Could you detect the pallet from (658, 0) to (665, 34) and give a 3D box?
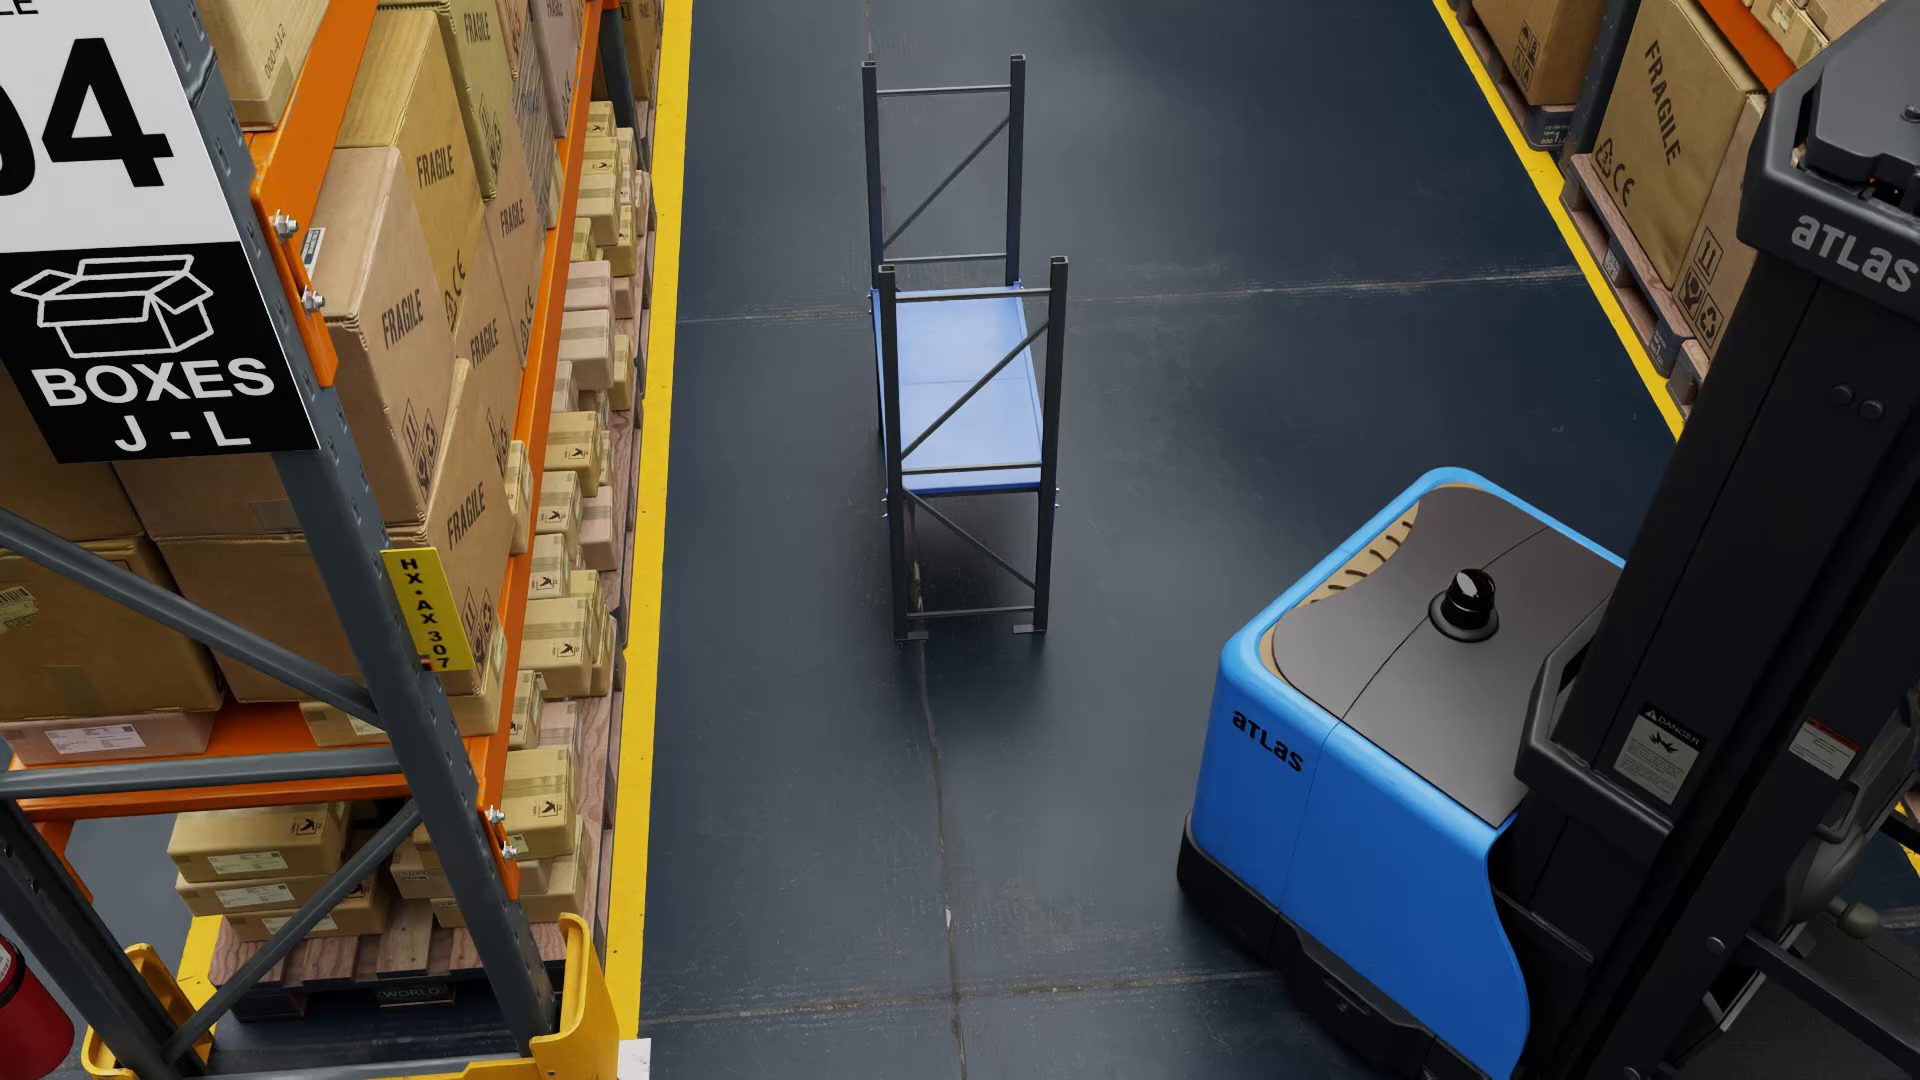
[{"bbox_3d":[-1.996,-2.924,8.374,1.003,0.211,1.213,-3,47,-3],"label":"pallet"}]

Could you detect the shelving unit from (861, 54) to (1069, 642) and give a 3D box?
[{"bbox_3d":[-0.007,-0.577,5.264,0.538,1.500,1.048,-3,47,-3],"label":"shelving unit"}]

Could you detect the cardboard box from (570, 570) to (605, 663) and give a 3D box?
[{"bbox_3d":[-1.266,0.233,4.933,0.380,0.149,0.250,-2,47,-2],"label":"cardboard box"}]

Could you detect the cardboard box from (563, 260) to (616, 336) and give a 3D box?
[{"bbox_3d":[-1.388,-0.817,5.722,0.380,0.149,0.250,-6,47,-5],"label":"cardboard box"}]

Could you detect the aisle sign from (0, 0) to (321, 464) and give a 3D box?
[{"bbox_3d":[-1.185,-0.400,2.272,0.394,0.787,0.004,-3,47,-3],"label":"aisle sign"}]

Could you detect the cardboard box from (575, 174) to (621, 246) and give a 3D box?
[{"bbox_3d":[-1.446,-1.200,6.085,0.380,0.149,0.250,-4,47,-4],"label":"cardboard box"}]

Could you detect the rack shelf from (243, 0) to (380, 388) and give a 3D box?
[{"bbox_3d":[-1.657,-1.772,3.792,1.077,0.370,4.000,-3,47,-3],"label":"rack shelf"}]

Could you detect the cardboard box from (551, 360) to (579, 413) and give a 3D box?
[{"bbox_3d":[-1.441,-0.436,5.362,0.380,0.149,0.250,-3,47,-3],"label":"cardboard box"}]

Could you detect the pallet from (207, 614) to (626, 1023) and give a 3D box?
[{"bbox_3d":[-1.529,0.773,4.872,1.003,0.211,1.213,-3,47,-3],"label":"pallet"}]

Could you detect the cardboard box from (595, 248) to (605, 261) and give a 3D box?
[{"bbox_3d":[-1.483,-0.917,6.022,0.380,0.149,0.250,-3,47,-3],"label":"cardboard box"}]

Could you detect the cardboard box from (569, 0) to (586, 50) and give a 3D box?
[{"bbox_3d":[-1.460,-1.863,5.175,0.500,0.500,0.500,-5,47,-4],"label":"cardboard box"}]

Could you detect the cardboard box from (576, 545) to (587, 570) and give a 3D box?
[{"bbox_3d":[-1.374,0.163,5.204,0.380,0.149,0.250,-3,47,-3],"label":"cardboard box"}]

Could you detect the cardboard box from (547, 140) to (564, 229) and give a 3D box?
[{"bbox_3d":[-1.365,-1.029,4.832,0.380,0.149,0.250,-3,47,-3],"label":"cardboard box"}]

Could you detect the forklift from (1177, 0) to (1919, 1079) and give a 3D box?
[{"bbox_3d":[2.009,0.516,3.242,1.130,2.935,3.031,-35,56,-29],"label":"forklift"}]

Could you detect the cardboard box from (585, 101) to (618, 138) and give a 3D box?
[{"bbox_3d":[-1.535,-1.562,6.428,0.380,0.149,0.250,-2,47,-2],"label":"cardboard box"}]

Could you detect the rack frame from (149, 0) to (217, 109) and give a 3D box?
[{"bbox_3d":[-1.490,-1.604,1.071,1.000,3.000,0.127,-3,47,-3],"label":"rack frame"}]

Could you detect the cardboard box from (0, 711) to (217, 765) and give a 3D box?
[{"bbox_3d":[-1.799,0.327,3.547,0.380,0.149,0.250,-3,47,-3],"label":"cardboard box"}]

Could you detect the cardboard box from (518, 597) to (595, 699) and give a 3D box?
[{"bbox_3d":[-1.231,0.309,4.656,0.380,0.149,0.250,-4,47,-3],"label":"cardboard box"}]

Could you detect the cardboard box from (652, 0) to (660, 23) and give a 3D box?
[{"bbox_3d":[-1.668,-2.653,7.629,0.500,0.500,0.500,-2,47,-1],"label":"cardboard box"}]

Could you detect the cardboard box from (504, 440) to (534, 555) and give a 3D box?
[{"bbox_3d":[-1.222,-0.088,3.941,0.380,0.149,0.250,-5,47,-4],"label":"cardboard box"}]

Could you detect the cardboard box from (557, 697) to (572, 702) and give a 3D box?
[{"bbox_3d":[-1.346,0.533,4.853,0.380,0.149,0.250,-3,47,-3],"label":"cardboard box"}]

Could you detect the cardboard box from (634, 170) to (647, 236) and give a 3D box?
[{"bbox_3d":[-1.452,-1.336,6.623,0.380,0.149,0.250,-3,47,-3],"label":"cardboard box"}]

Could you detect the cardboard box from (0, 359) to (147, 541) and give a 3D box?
[{"bbox_3d":[-1.776,-0.337,3.041,0.500,0.500,0.500,-4,47,-4],"label":"cardboard box"}]

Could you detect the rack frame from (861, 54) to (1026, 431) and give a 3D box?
[{"bbox_3d":[-0.050,-0.945,5.612,0.500,1.500,0.032,-3,47,-3],"label":"rack frame"}]

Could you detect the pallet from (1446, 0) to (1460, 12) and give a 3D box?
[{"bbox_3d":[2.882,-3.143,8.581,1.003,0.211,1.213,-3,47,-3],"label":"pallet"}]

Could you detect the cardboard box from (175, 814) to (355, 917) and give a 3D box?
[{"bbox_3d":[-1.818,0.828,4.369,0.380,0.149,0.250,-5,47,-4],"label":"cardboard box"}]

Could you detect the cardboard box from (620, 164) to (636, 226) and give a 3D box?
[{"bbox_3d":[-1.446,-1.298,6.382,0.380,0.149,0.250,-6,47,-5],"label":"cardboard box"}]

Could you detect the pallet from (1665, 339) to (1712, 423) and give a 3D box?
[{"bbox_3d":[3.217,-0.265,5.855,1.003,0.211,1.213,-3,47,-3],"label":"pallet"}]

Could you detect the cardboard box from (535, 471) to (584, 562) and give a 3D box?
[{"bbox_3d":[-1.348,-0.067,5.012,0.380,0.149,0.250,-2,47,-2],"label":"cardboard box"}]

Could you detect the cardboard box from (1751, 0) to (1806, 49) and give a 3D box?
[{"bbox_3d":[2.888,-1.772,5.535,0.380,0.149,0.250,-5,47,-4],"label":"cardboard box"}]

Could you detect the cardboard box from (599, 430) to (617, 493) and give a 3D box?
[{"bbox_3d":[-1.357,-0.222,5.568,0.380,0.149,0.250,-3,47,-3],"label":"cardboard box"}]

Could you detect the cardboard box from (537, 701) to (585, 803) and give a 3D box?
[{"bbox_3d":[-1.244,0.597,4.588,0.380,0.149,0.250,-4,47,-3],"label":"cardboard box"}]

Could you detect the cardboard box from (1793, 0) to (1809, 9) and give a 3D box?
[{"bbox_3d":[2.941,-1.998,5.475,0.500,0.250,0.500,-4,47,-3],"label":"cardboard box"}]

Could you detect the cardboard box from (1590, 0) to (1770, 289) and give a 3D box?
[{"bbox_3d":[3.102,-1.594,6.368,0.875,0.875,0.875,-3,47,-3],"label":"cardboard box"}]

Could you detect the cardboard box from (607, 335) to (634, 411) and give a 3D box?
[{"bbox_3d":[-1.365,-0.587,5.914,0.380,0.149,0.250,-4,47,-3],"label":"cardboard box"}]

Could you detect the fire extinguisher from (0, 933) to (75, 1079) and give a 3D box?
[{"bbox_3d":[-1.928,0.824,3.213,0.296,0.674,0.183,-3,47,-3],"label":"fire extinguisher"}]

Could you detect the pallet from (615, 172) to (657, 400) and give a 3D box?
[{"bbox_3d":[-1.733,-0.992,6.544,1.003,0.211,1.213,-3,47,-3],"label":"pallet"}]

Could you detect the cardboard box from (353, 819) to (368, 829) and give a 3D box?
[{"bbox_3d":[-1.864,0.747,4.651,0.380,0.149,0.250,-2,47,-2],"label":"cardboard box"}]

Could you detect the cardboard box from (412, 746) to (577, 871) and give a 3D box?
[{"bbox_3d":[-1.195,0.691,4.294,0.380,0.149,0.250,-5,47,-5],"label":"cardboard box"}]

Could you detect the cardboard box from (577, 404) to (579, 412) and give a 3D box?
[{"bbox_3d":[-1.460,-0.343,5.479,0.380,0.149,0.250,-1,47,-1],"label":"cardboard box"}]
